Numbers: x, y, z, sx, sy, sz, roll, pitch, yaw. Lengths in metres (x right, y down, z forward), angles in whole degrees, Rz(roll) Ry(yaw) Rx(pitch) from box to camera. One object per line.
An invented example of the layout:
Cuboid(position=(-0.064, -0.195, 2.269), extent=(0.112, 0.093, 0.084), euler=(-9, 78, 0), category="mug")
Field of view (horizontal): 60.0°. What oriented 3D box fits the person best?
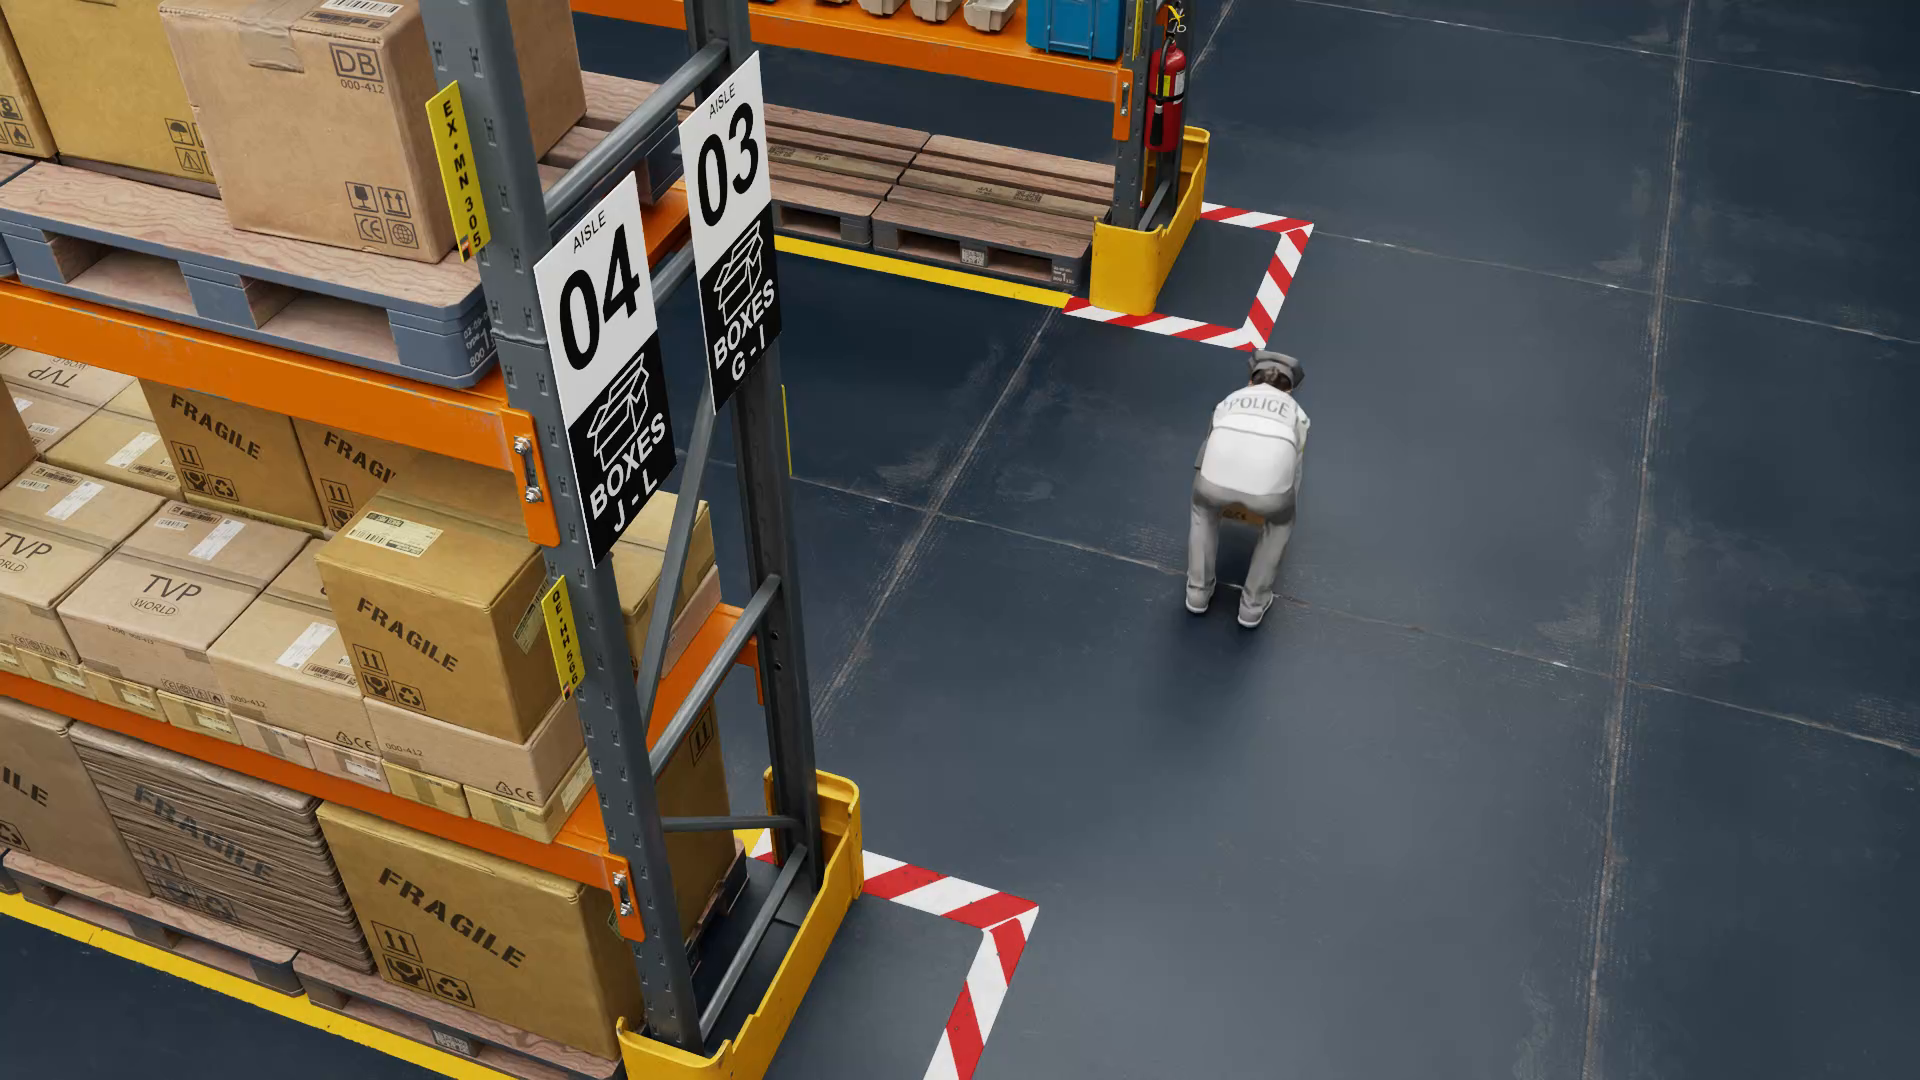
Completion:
Cuboid(position=(1.204, -0.231, 6.922), extent=(0.436, 0.994, 0.912), euler=(12, 43, 13), category="person")
